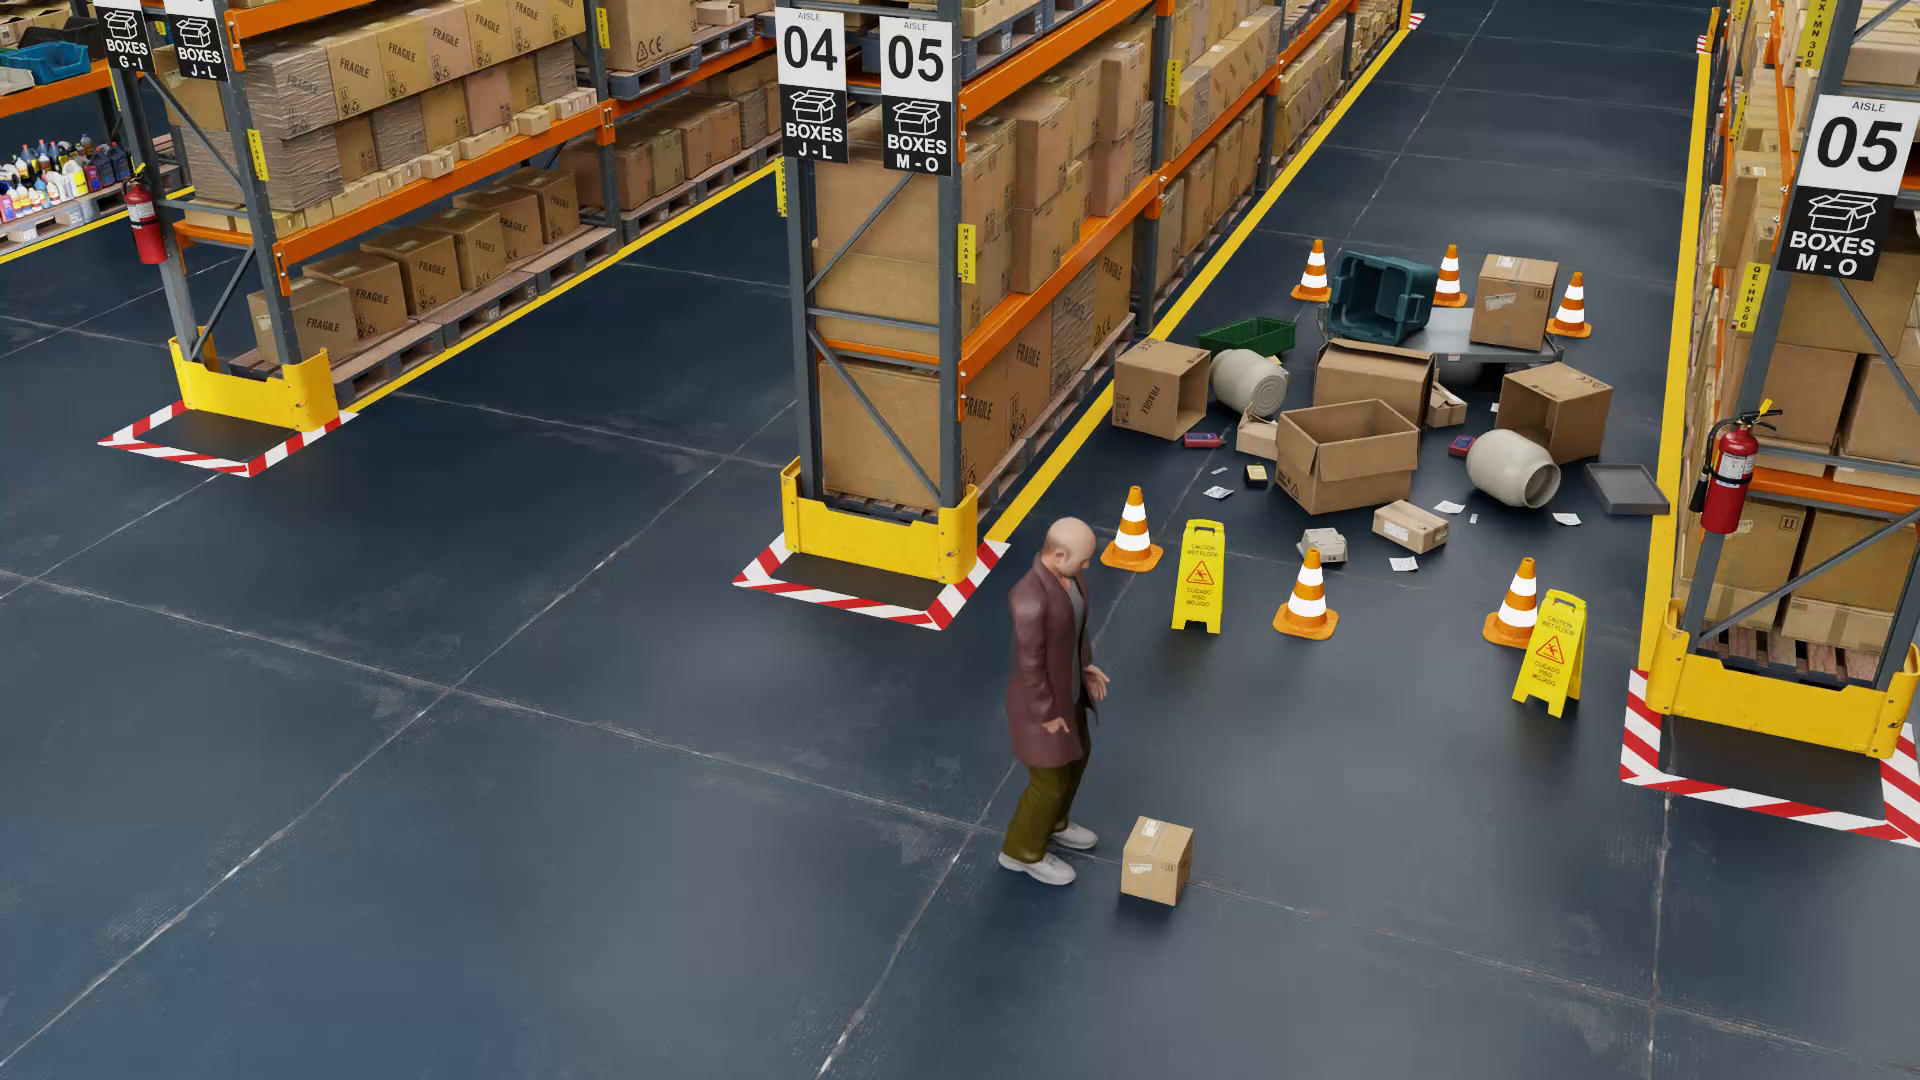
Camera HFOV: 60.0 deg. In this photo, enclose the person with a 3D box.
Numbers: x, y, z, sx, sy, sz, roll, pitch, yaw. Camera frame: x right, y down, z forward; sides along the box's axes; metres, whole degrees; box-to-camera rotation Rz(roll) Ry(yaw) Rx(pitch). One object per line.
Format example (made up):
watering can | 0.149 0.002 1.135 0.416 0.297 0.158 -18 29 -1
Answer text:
person | 0.416 0.749 7.292 0.384 1.581 0.575 12 31 20
